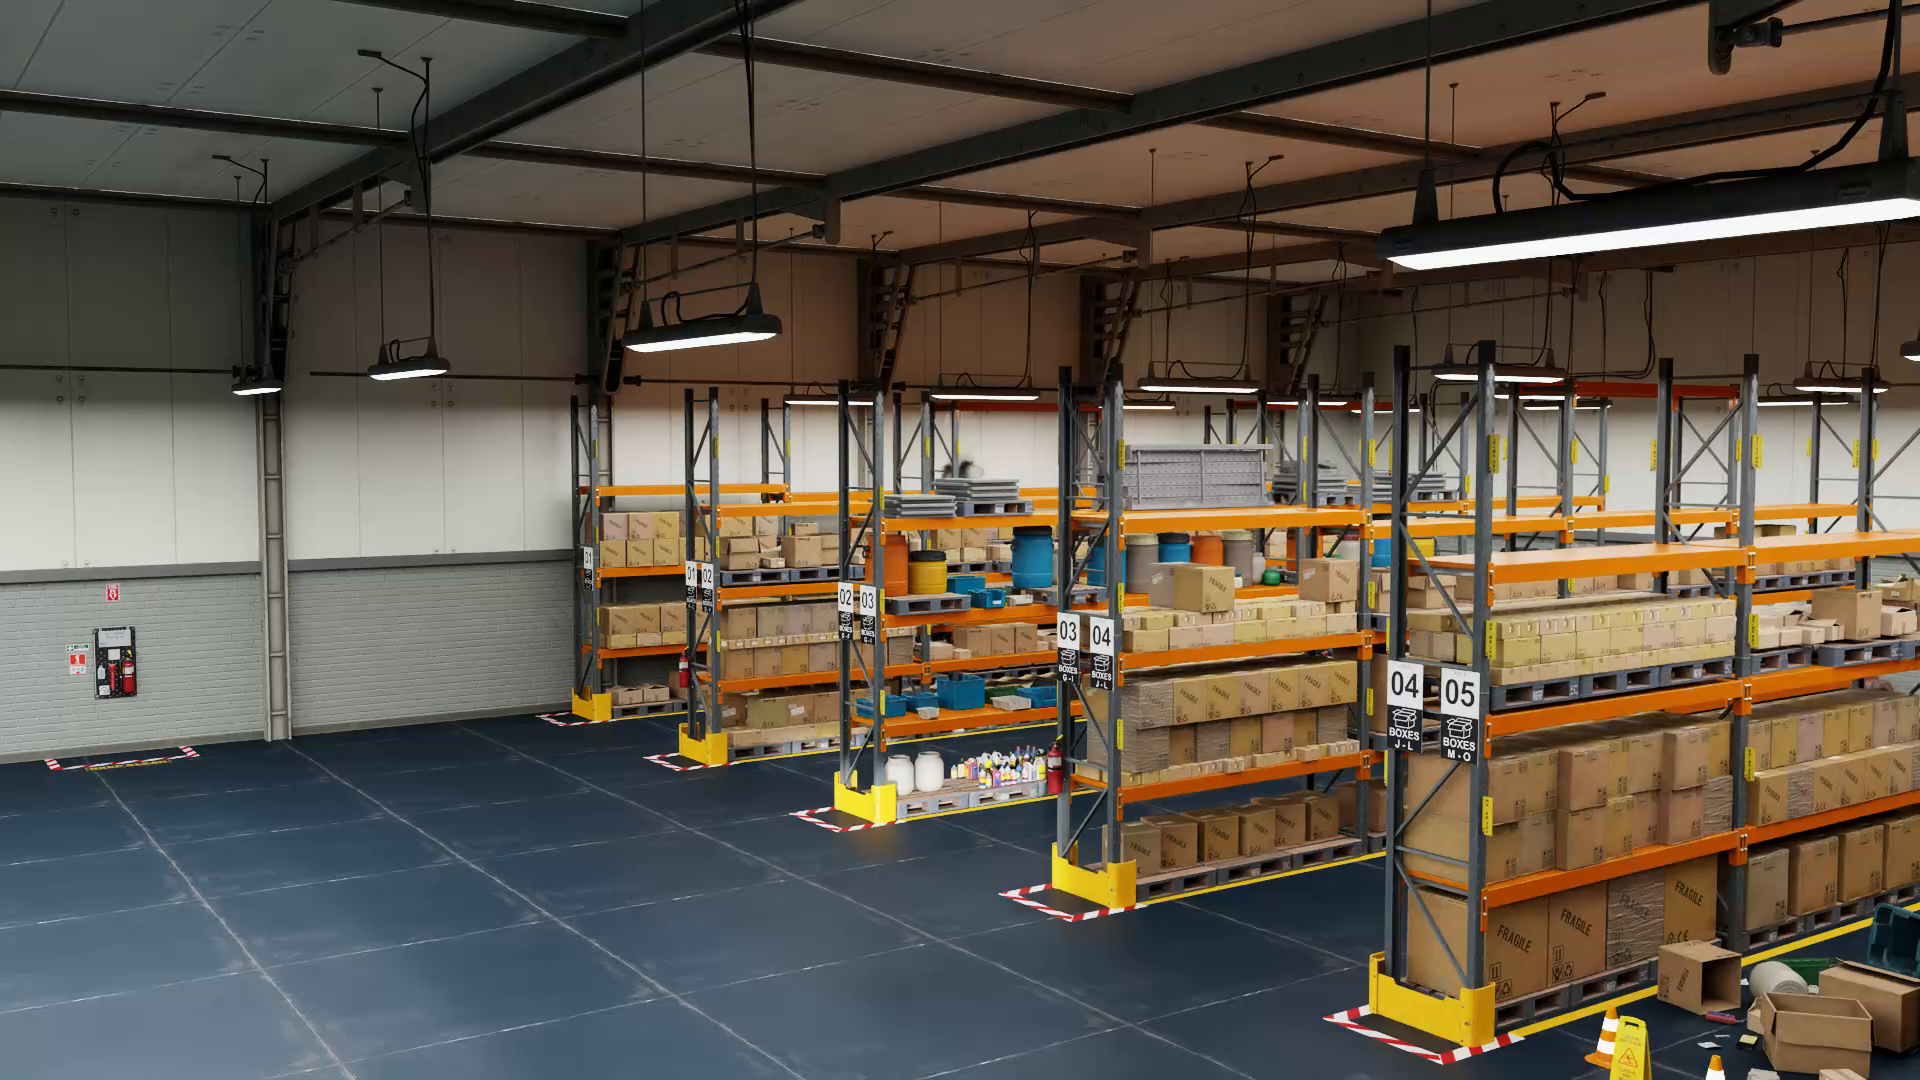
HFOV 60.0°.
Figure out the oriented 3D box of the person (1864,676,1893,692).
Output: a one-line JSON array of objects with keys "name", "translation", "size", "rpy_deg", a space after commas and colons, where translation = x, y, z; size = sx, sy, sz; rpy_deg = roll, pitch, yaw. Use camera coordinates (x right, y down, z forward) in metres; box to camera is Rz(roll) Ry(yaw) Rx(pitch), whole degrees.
[{"name": "person", "translation": [13.790, 2.729, 25.213], "size": [1.052, 1.764, 0.703], "rpy_deg": [-3, 5, -42]}]
